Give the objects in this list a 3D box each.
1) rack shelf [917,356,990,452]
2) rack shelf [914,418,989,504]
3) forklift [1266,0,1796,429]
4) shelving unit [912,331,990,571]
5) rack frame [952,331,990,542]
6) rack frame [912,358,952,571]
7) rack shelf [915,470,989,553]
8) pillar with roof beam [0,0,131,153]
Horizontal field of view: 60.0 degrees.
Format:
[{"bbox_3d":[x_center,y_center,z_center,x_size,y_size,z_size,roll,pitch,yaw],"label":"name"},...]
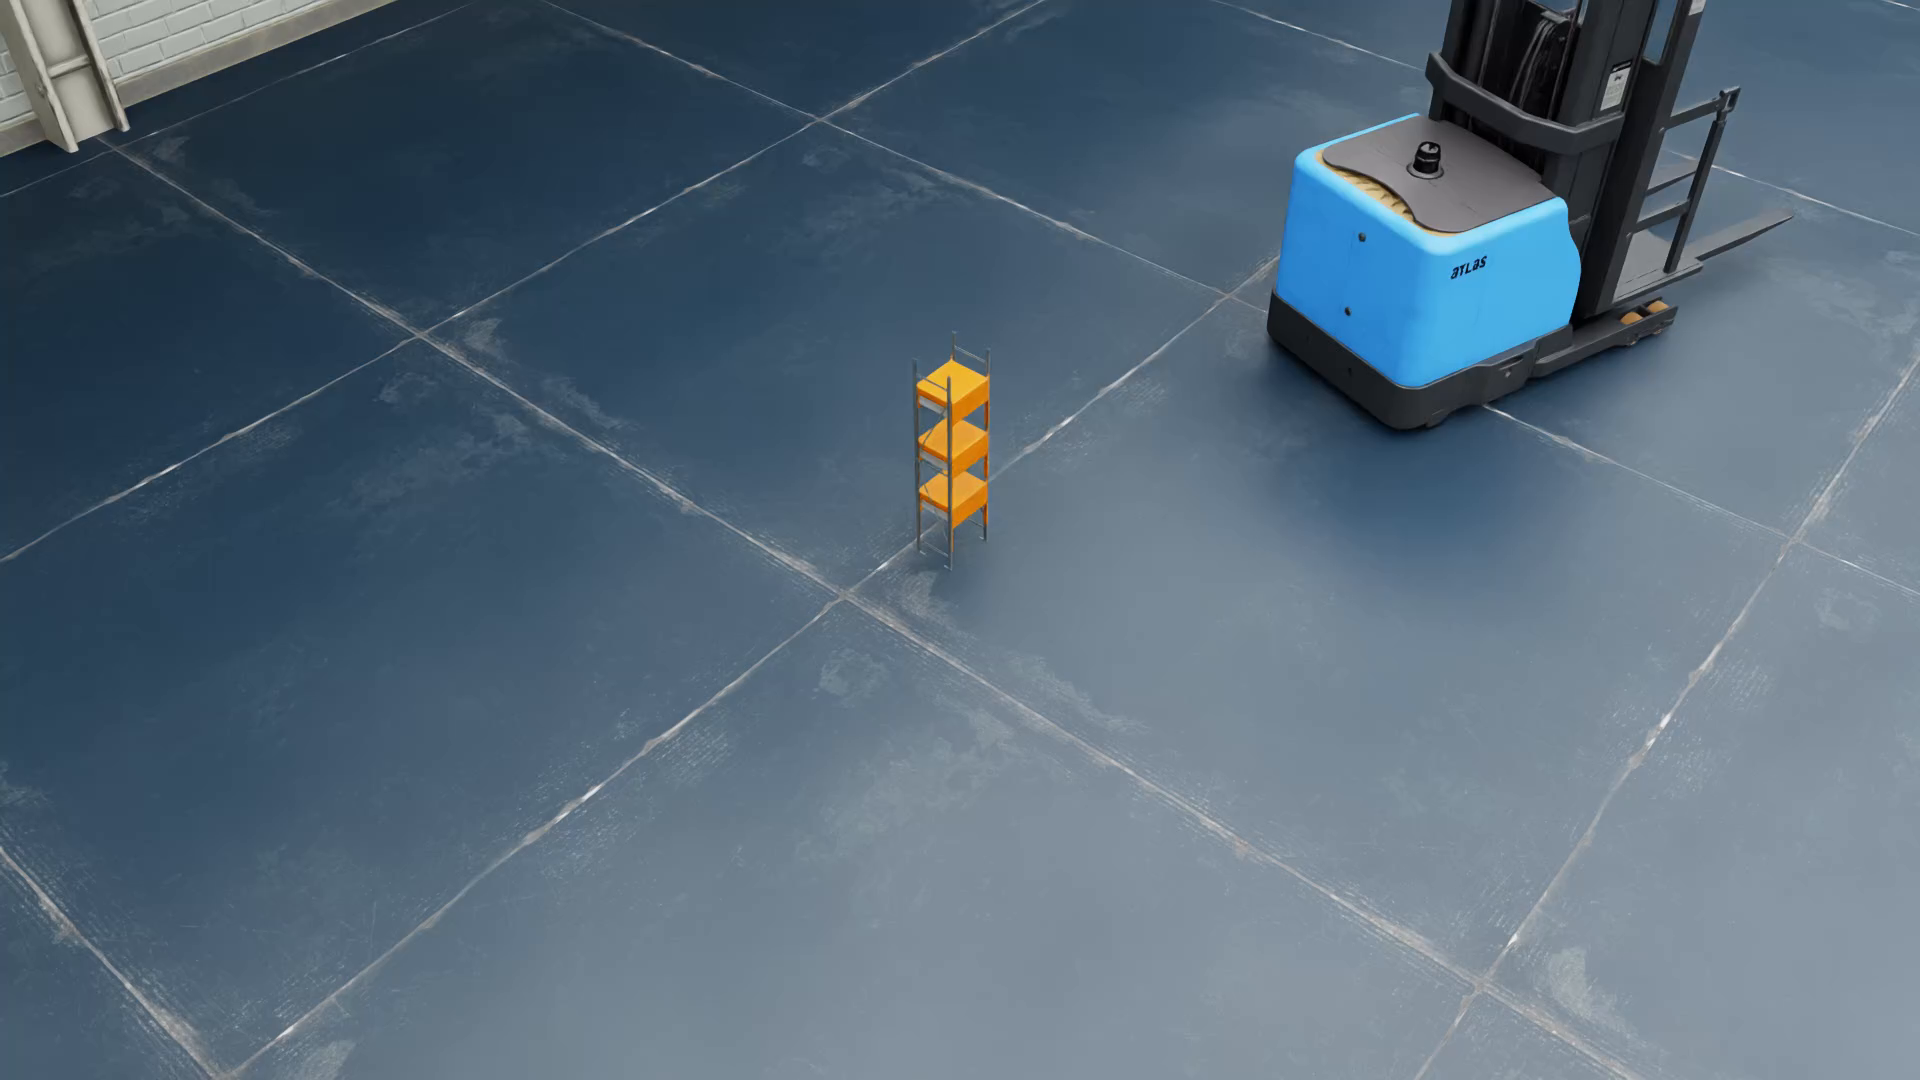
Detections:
[{"bbox_3d":[-0.034,-0.563,6.865,0.215,0.259,0.240,29,50,28],"label":"rack shelf"},{"bbox_3d":[-0.034,-0.353,7.056,0.215,0.259,0.240,29,50,28],"label":"rack shelf"},{"bbox_3d":[3.093,-2.363,7.852,3.031,2.935,1.130,-22,47,-23],"label":"forklift"},{"bbox_3d":[-0.034,-0.361,7.049,0.215,1.050,0.252,29,50,28],"label":"shelving unit"},{"bbox_3d":[0.044,-0.424,7.118,0.200,1.050,0.008,29,50,28],"label":"rack frame"},{"bbox_3d":[-0.113,-0.298,6.980,0.200,1.050,0.008,29,50,28],"label":"rack frame"},{"bbox_3d":[-0.034,-0.147,7.243,0.215,0.259,0.240,29,50,28],"label":"rack shelf"},{"bbox_3d":[-2.040,-3.957,5.095,9.100,9.000,0.400,29,50,28],"label":"pillar with roof beam"}]
